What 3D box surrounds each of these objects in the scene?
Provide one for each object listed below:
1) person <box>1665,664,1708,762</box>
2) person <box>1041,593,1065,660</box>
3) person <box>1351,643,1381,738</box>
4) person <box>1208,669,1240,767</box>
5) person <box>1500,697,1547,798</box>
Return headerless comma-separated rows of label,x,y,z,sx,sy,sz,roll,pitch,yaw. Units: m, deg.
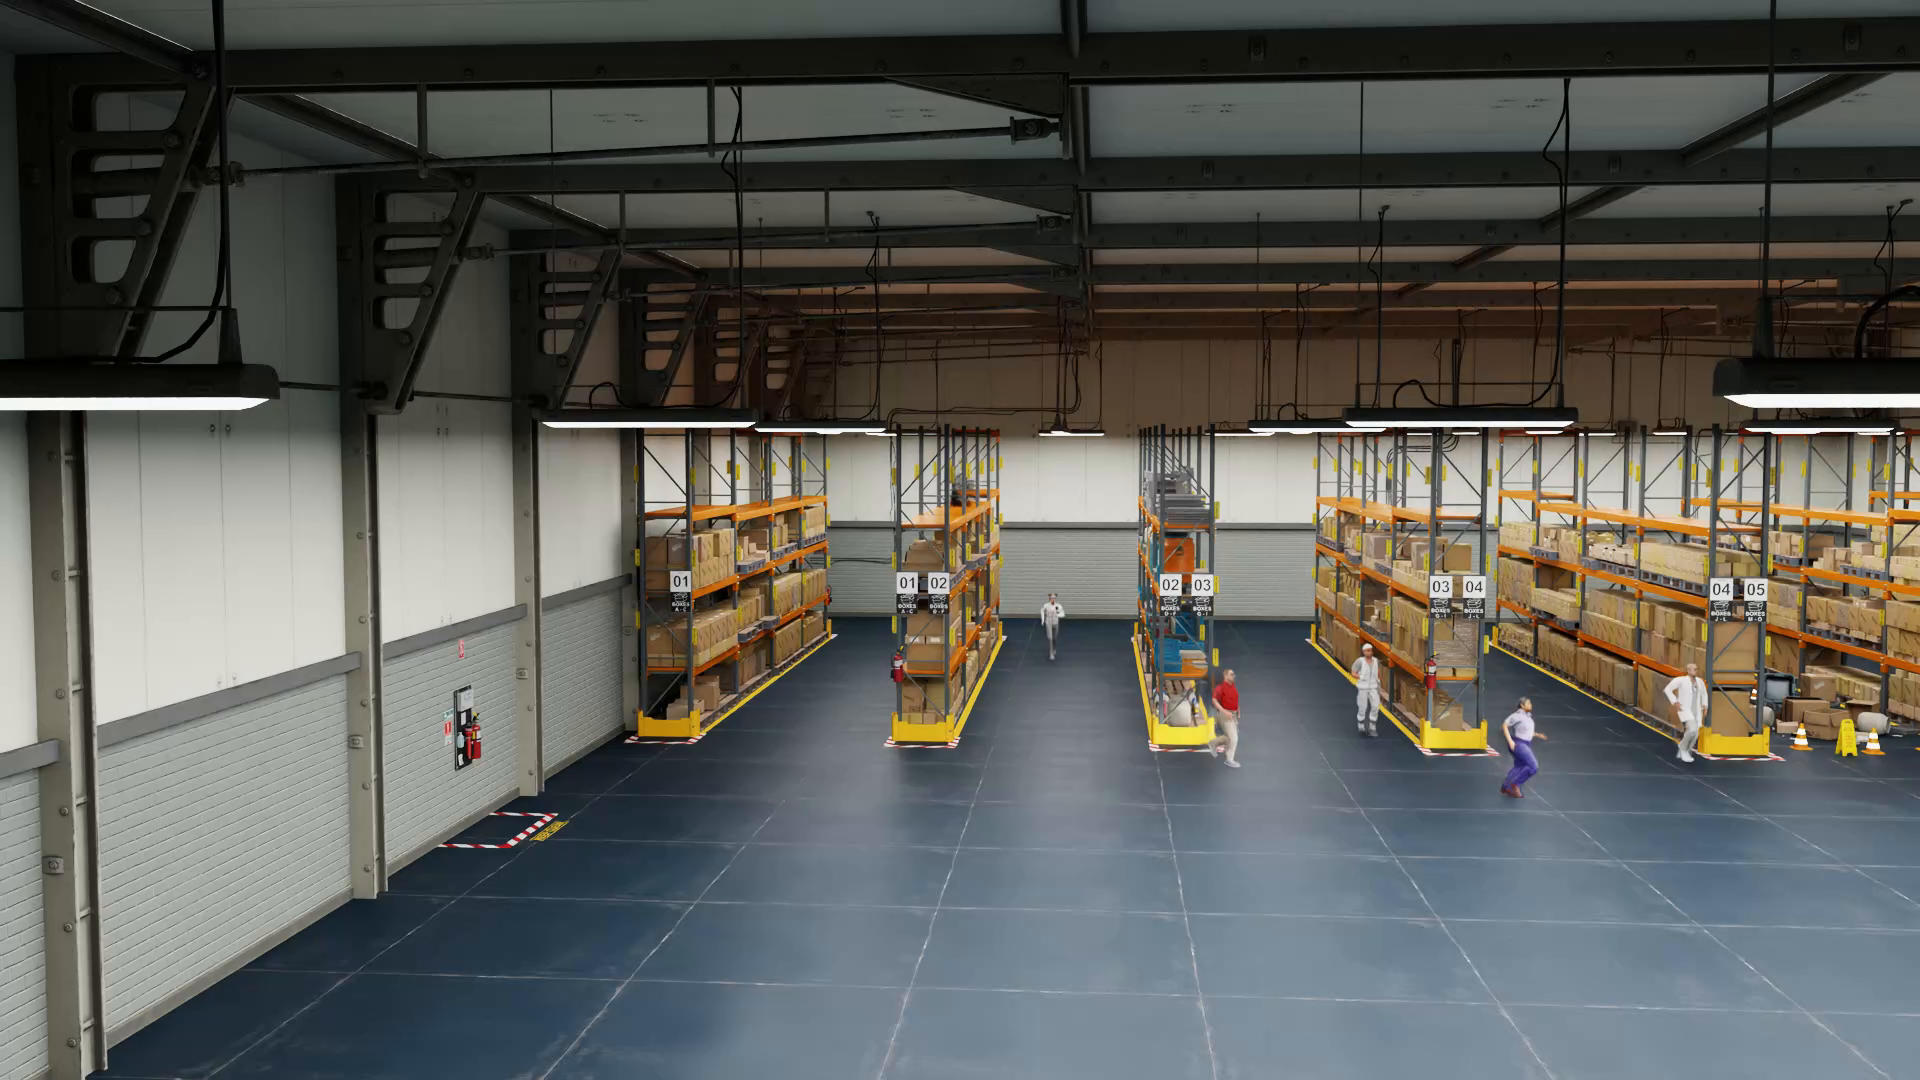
person,12.913,3.055,29.406,0.731,1.743,0.632,-1,4,-11
person,2.418,2.217,43.302,0.600,1.699,0.908,0,3,-1
person,7.822,2.898,31.961,0.639,1.831,0.754,0,3,-3
person,4.655,3.107,29.246,0.680,1.698,0.694,3,4,36
person,8.962,3.295,26.442,0.705,1.612,0.577,2,4,33
